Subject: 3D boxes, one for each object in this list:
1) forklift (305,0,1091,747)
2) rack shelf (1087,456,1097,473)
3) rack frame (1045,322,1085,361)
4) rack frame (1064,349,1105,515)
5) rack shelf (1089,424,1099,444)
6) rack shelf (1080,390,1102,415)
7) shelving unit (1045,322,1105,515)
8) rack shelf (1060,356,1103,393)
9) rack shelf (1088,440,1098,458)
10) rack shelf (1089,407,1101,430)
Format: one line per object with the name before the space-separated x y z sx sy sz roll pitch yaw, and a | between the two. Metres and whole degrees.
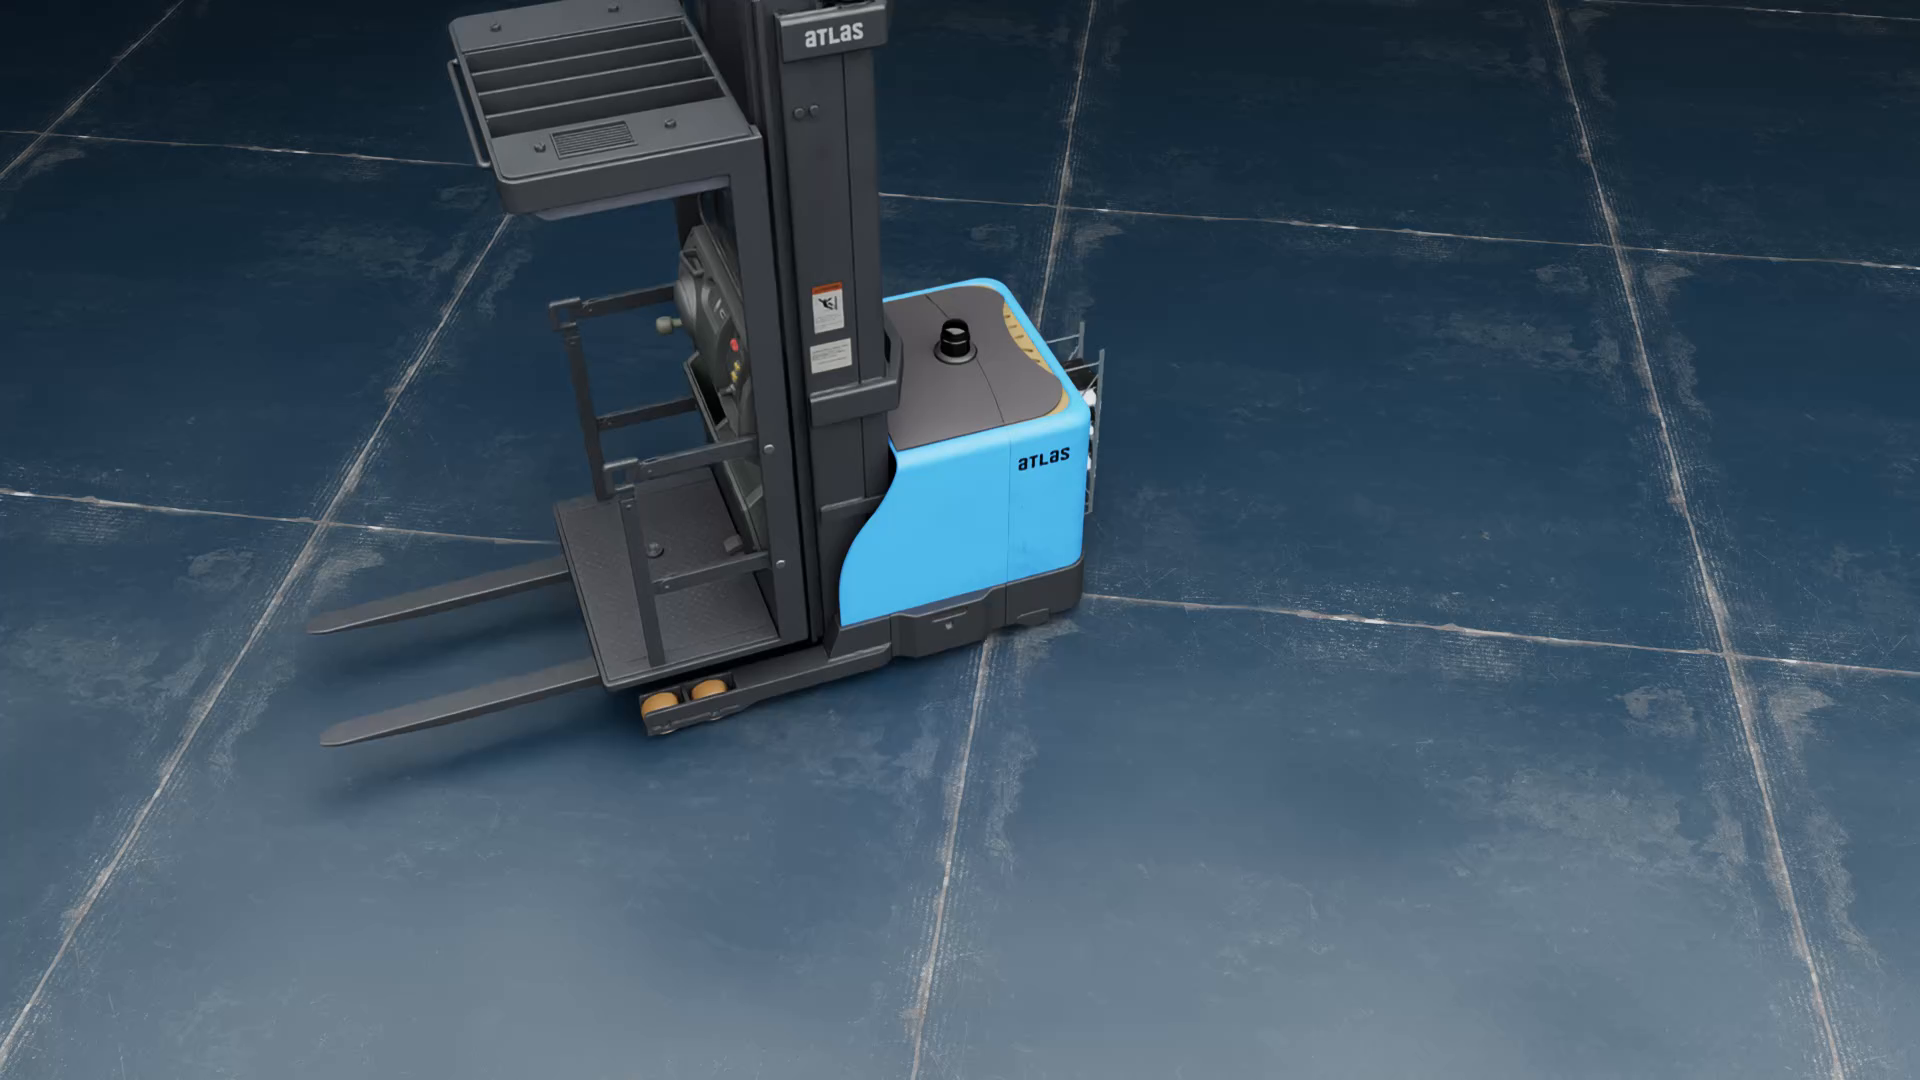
forklift | -1.064 -0.722 5.903 3.031 2.935 1.130 -14 45 -15
rack shelf | 0.439 -0.332 7.278 0.258 0.077 0.200 -14 45 -15
rack frame | 0.404 -0.552 7.200 0.240 0.900 0.006 -14 45 -15
rack frame | 0.475 -0.421 7.062 0.240 0.900 0.006 -14 45 -15
rack shelf | 0.439 -0.463 7.154 0.258 0.077 0.200 -14 45 -15
rack shelf | 0.440 -0.593 7.030 0.258 0.077 0.200 -14 45 -15
shelving unit | 0.439 -0.487 7.131 0.258 0.900 0.210 -14 45 -15
rack shelf | 0.440 -0.659 6.969 0.258 0.077 0.200 -14 45 -15
rack shelf | 0.439 -0.397 7.216 0.258 0.077 0.200 -14 45 -15
rack shelf | 0.440 -0.528 7.092 0.258 0.077 0.200 -14 45 -15
